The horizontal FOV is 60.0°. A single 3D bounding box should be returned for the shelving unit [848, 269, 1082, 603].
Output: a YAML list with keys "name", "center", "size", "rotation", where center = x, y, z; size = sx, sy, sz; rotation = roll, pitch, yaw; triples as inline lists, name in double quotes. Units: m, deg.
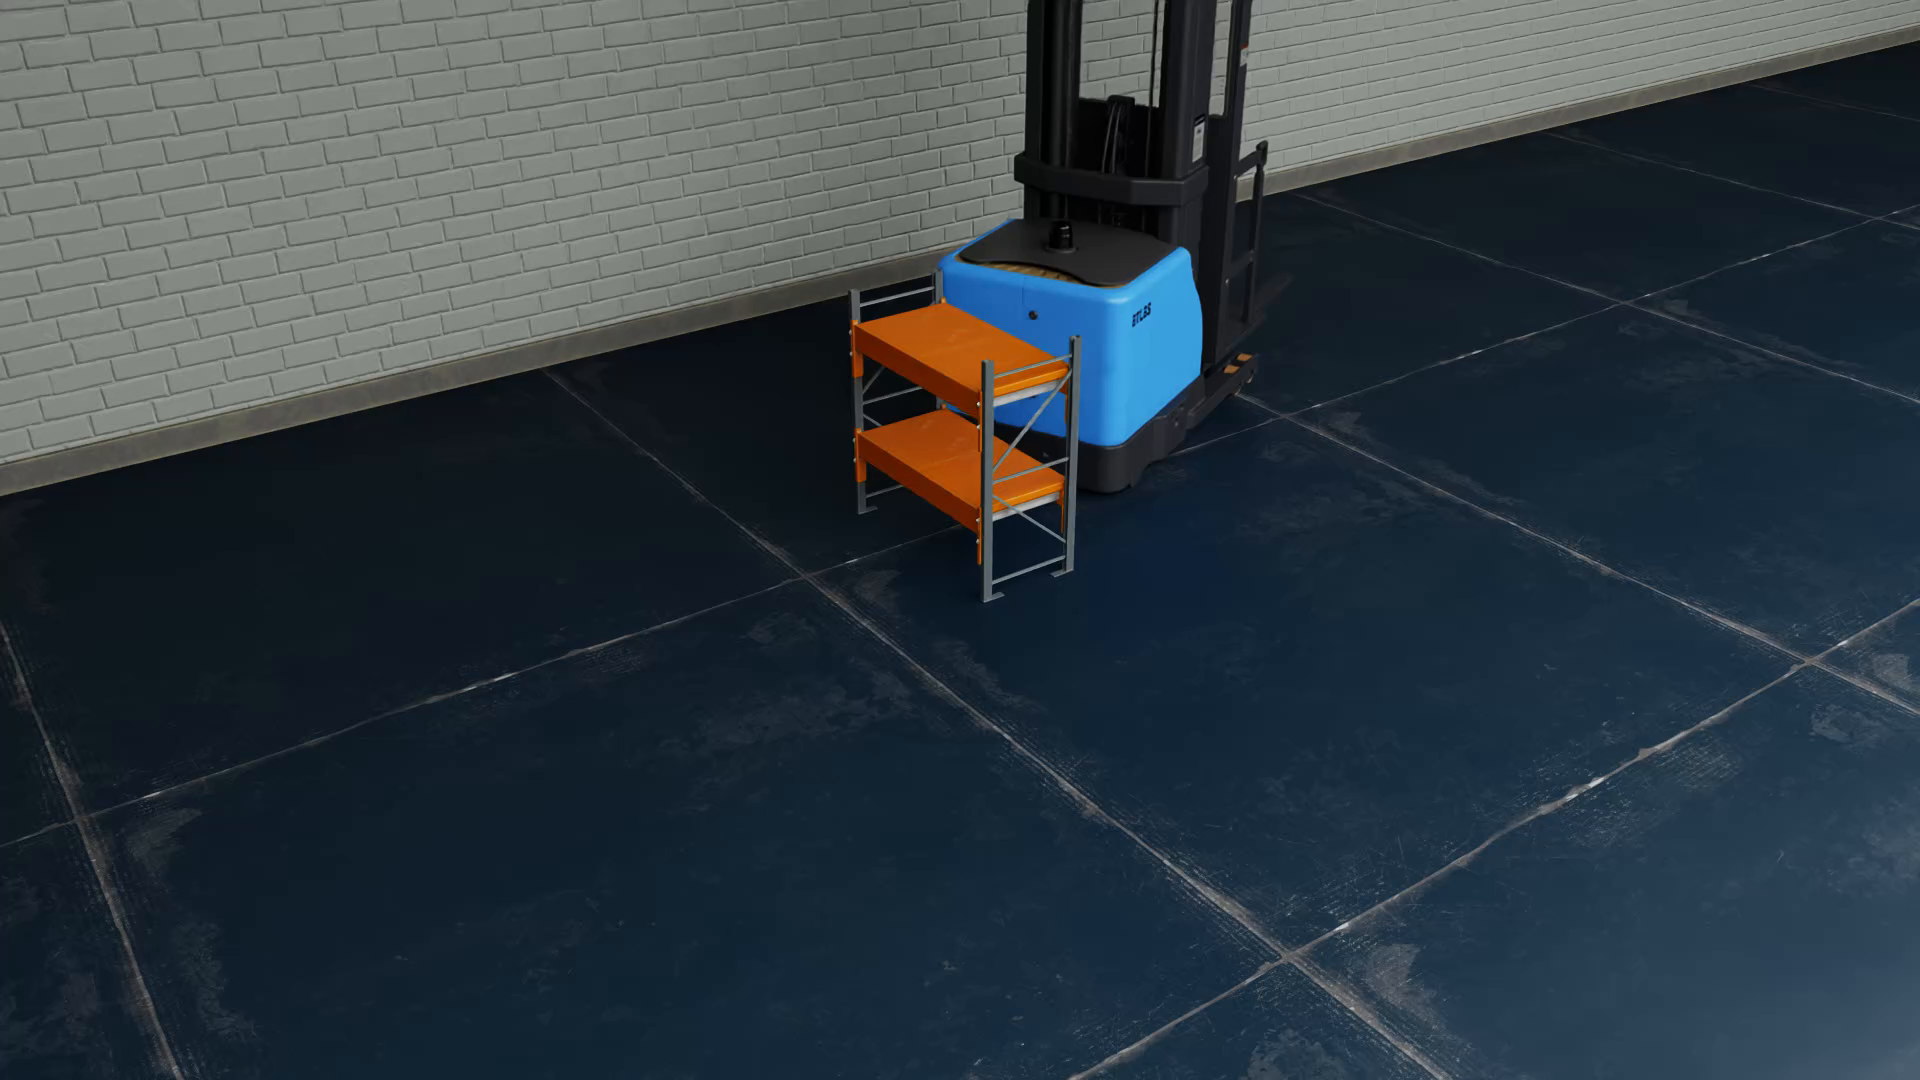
- name: "shelving unit"
  center: [0.004, -0.492, 7.477]
  size: [0.538, 1.125, 1.048]
  rotation: [-19, 34, -31]

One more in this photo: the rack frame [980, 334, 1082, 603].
- name: "rack frame"
  center: [0.299, -0.294, 7.113]
  size: [0.500, 1.125, 0.032]
  rotation: [-19, 34, -31]

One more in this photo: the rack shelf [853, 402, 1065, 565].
- name: "rack shelf"
  center: [0.004, -0.277, 7.593]
  size: [0.538, 0.278, 1.000]
  rotation: [-19, 34, -31]

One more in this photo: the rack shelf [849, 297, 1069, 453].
- name: "rack shelf"
  center: [0.004, -0.749, 7.337]
  size: [0.538, 0.278, 1.000]
  rotation: [-19, 34, -31]

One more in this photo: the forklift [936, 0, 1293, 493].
- name: "forklift"
  center: [1.030, -2.187, 8.706]
  size: [1.130, 2.935, 3.031]
  rotation: [15, 32, 25]

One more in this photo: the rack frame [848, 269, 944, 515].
- name: "rack frame"
  center: [-0.291, -0.689, 7.841]
  size: [0.500, 1.125, 0.032]
  rotation: [-19, 34, -31]
